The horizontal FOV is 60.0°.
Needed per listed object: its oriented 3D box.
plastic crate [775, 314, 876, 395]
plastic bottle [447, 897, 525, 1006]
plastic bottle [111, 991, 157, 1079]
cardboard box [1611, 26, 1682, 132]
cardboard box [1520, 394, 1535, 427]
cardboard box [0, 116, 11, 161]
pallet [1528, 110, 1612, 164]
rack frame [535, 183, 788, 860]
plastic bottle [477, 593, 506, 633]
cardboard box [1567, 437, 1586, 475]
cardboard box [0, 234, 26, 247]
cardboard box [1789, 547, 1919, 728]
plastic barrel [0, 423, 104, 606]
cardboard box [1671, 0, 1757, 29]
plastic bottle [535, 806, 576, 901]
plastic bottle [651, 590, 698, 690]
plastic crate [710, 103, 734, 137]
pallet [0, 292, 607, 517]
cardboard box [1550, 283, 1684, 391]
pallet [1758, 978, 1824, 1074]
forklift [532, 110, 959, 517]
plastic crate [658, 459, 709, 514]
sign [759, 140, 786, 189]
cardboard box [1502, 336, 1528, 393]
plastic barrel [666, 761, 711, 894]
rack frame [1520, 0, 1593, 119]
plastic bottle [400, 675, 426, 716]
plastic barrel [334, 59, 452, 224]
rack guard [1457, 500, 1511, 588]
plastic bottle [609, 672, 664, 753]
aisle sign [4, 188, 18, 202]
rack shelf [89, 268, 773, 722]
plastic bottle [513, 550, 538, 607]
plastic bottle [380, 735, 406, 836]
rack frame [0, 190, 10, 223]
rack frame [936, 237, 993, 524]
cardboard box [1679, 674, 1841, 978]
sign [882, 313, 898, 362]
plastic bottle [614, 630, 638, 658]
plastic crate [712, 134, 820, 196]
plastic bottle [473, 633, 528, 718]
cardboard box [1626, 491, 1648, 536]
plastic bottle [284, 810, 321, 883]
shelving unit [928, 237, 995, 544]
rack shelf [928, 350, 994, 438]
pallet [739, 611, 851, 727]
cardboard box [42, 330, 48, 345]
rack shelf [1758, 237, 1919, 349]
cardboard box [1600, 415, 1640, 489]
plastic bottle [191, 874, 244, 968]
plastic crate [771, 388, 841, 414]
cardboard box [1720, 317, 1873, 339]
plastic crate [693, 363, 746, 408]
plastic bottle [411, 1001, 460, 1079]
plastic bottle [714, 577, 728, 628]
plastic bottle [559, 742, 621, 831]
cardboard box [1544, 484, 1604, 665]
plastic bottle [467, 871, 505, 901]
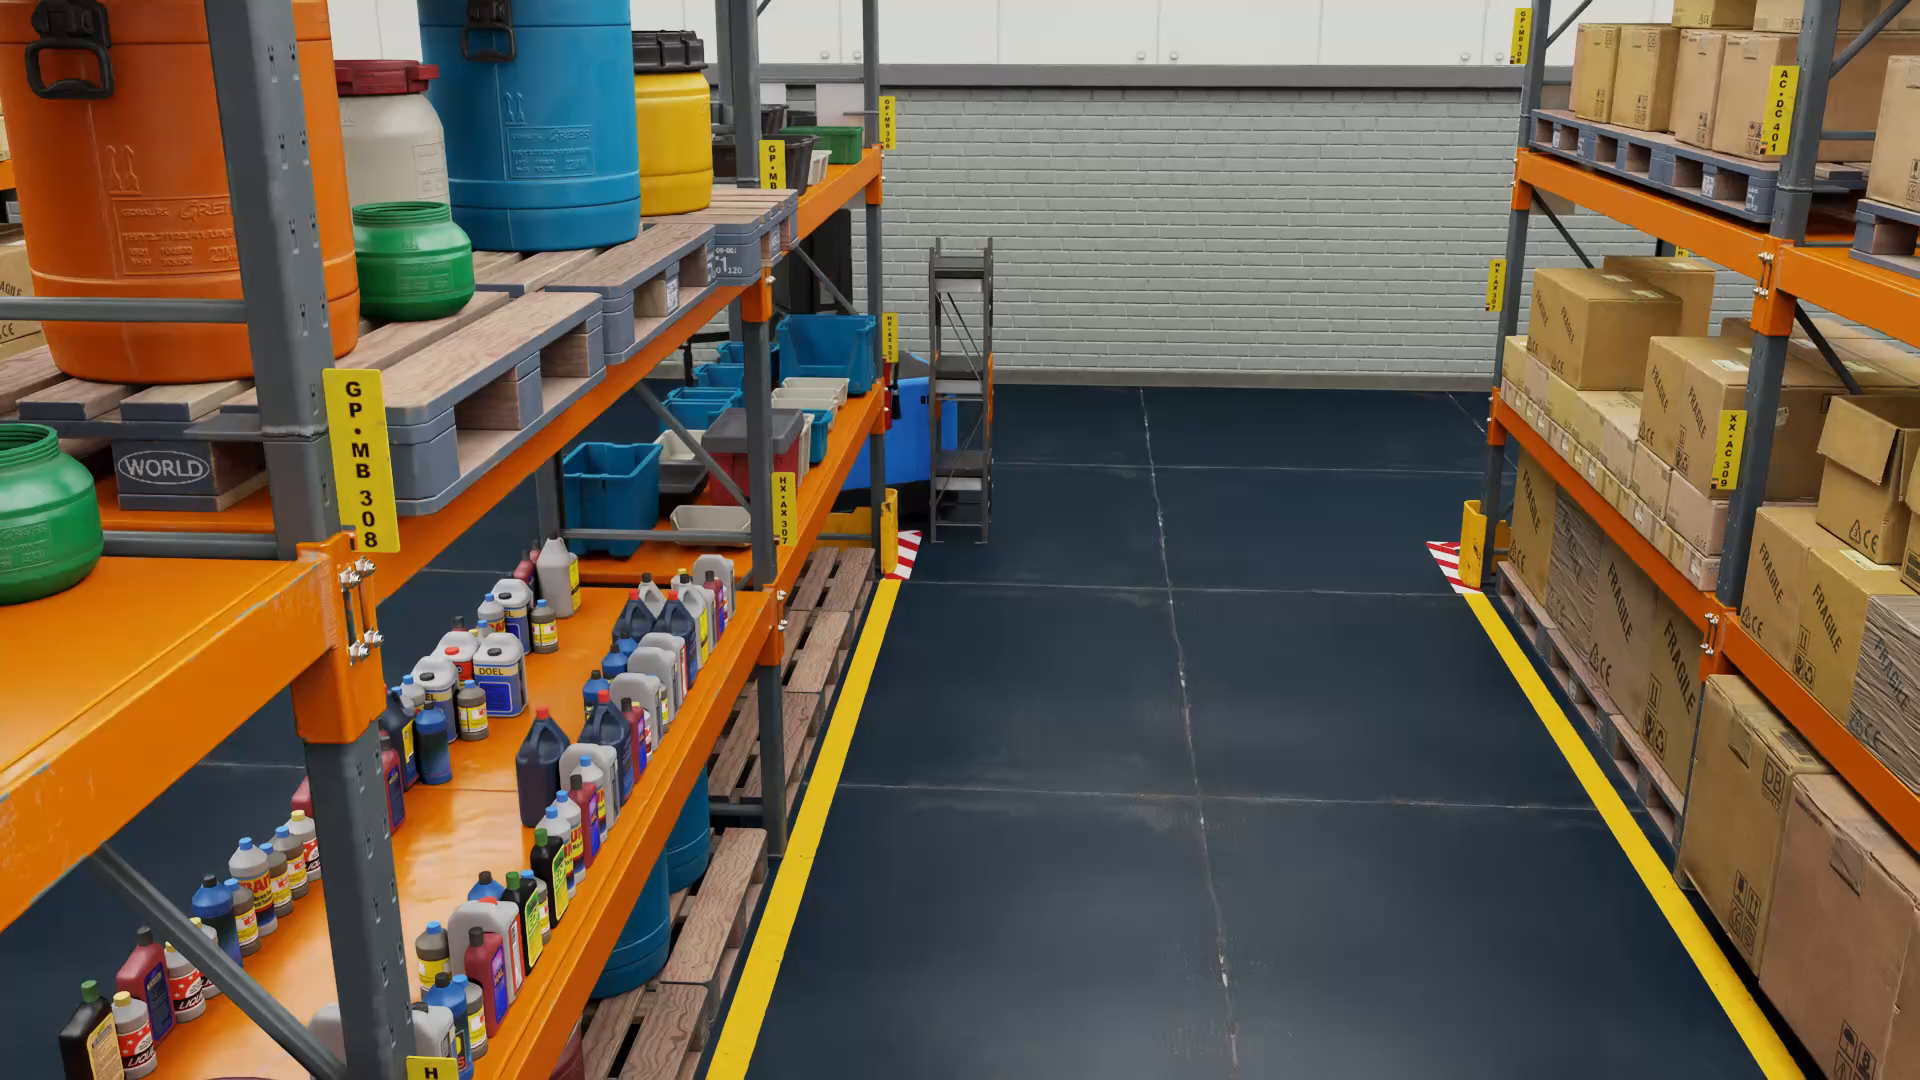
[{"bbox_3d":[-0.845,-1.190,10.586,0.616,0.435,0.499,1,18,4],"label":"plastic crate"},{"bbox_3d":[-1.194,1.019,4.194,0.152,0.276,0.135,1,18,4],"label":"plastic bottle"},{"bbox_3d":[-1.950,1.155,3.899,0.097,0.201,0.097,0,18,0],"label":"plastic bottle"},{"bbox_3d":[3.800,-2.366,8.515,0.700,0.500,0.500,0,18,0],"label":"cardboard box"},{"bbox_3d":[3.544,-0.761,9.832,0.380,0.149,0.250,1,18,3],"label":"cardboard box"},{"bbox_3d":[-5.768,-2.399,9.850,0.500,0.250,0.500,1,18,4],"label":"cardboard box"},{"bbox_3d":[3.891,-2.295,9.436,1.003,0.211,1.213,1,18,4],"label":"pallet"},{"bbox_3d":[-1.294,-0.011,7.139,1.000,3.000,0.127,1,18,4],"label":"rack frame"},{"bbox_3d":[-1.769,0.334,6.292,0.097,0.271,0.097,0,18,0],"label":"plastic bottle"},{"bbox_3d":[3.470,-0.443,8.860,0.380,0.149,0.250,1,18,3],"label":"cardboard box"},{"bbox_3d":[-5.740,-1.586,10.181,0.500,0.500,0.500,2,18,5],"label":"cardboard box"},{"bbox_3d":[3.329,0.346,5.891,0.500,0.500,0.500,1,18,4],"label":"cardboard box"},{"bbox_3d":[-1.547,-0.042,2.667,0.294,0.245,0.294,0,18,0],"label":"plastic barrel"},{"bbox_3d":[3.779,-2.592,7.999,0.500,0.250,0.500,1,18,2],"label":"cardboard box"},{"bbox_3d":[-1.132,0.873,4.648,0.097,0.271,0.097,0,18,0],"label":"plastic bottle"},{"bbox_3d":[-1.046,0.363,6.078,0.144,0.351,0.185,1,18,4],"label":"plastic bottle"},{"bbox_3d":[-1.390,-2.181,9.044,0.504,0.338,0.767,1,18,4],"label":"plastic crate"},{"bbox_3d":[-1.428,-0.340,3.629,1.003,0.211,1.213,1,18,4],"label":"pallet"},{"bbox_3d":[3.563,-1.110,9.051,0.500,0.500,0.500,1,18,2],"label":"cardboard box"},{"bbox_3d":[3.667,1.666,6.500,1.003,0.211,1.213,1,18,4],"label":"pallet"},{"bbox_3d":[-1.567,-1.529,11.883,3.031,2.935,1.130,-8,20,-23],"label":"forklift"},{"bbox_3d":[-1.481,-0.262,8.252,0.437,0.125,0.590,1,18,4],"label":"plastic crate"},{"bbox_3d":[-0.745,-1.428,6.632,0.100,0.325,0.005,1,18,4],"label":"sign"},{"bbox_3d":[3.630,-1.070,10.134,0.500,0.250,0.500,1,18,2],"label":"cardboard box"},{"bbox_3d":[-1.350,0.955,6.886,0.600,0.901,0.708,1,18,4],"label":"plastic barrel"},{"bbox_3d":[3.933,-3.994,9.659,1.000,3.000,0.127,1,18,4],"label":"rack frame"},{"bbox_3d":[-1.825,0.580,5.541,0.097,0.271,0.097,0,18,0],"label":"plastic bottle"},{"bbox_3d":[-1.604,-1.012,4.485,0.433,0.535,0.433,0,18,0],"label":"plastic barrel"},{"bbox_3d":[3.935,0.038,11.005,1.175,0.500,0.348,1,18,4],"label":"rack guard"},{"bbox_3d":[-1.088,0.562,5.591,0.152,0.276,0.135,1,18,4],"label":"plastic bottle"},{"bbox_3d":[-6.235,-2.628,10.951,0.394,0.787,0.004,1,18,4],"label":"aisle sign"},{"bbox_3d":[-1.437,-0.473,4.889,1.077,0.370,4.000,1,18,4],"label":"rack shelf"},{"bbox_3d":[-1.755,0.190,6.712,0.061,0.283,0.133,1,18,4],"label":"plastic bottle"},{"bbox_3d":[-1.738,0.742,5.027,0.061,0.283,0.133,1,18,4],"label":"plastic bottle"},{"bbox_3d":[-5.947,-1.365,11.272,1.000,3.000,0.127,1,18,4],"label":"rack frame"},{"bbox_3d":[0.029,-1.125,11.984,0.400,2.100,0.015,1,18,4],"label":"rack frame"},{"bbox_3d":[3.621,1.109,6.459,1.225,0.875,0.875,1,18,4],"label":"cardboard box"},{"bbox_3d":[-0.457,-1.324,10.883,0.100,0.325,0.005,1,18,4],"label":"sign"},{"bbox_3d":[-1.187,0.453,5.930,0.097,0.271,0.097,0,18,0],"label":"plastic bottle"},{"bbox_3d":[-0.931,-1.754,7.851,0.497,0.269,0.590,1,18,4],"label":"plastic crate"},{"bbox_3d":[-1.621,0.474,5.858,0.152,0.276,0.135,1,18,4],"label":"plastic bottle"},{"bbox_3d":[3.397,-0.123,7.883,0.380,0.149,0.250,2,18,5],"label":"cardboard box"},{"bbox_3d":[-1.885,0.872,4.764,0.097,0.201,0.097,0,18,0],"label":"plastic bottle"},{"bbox_3d":[0.012,-1.049,11.753,0.431,2.100,0.503,1,18,4],"label":"shelving unit"},{"bbox_3d":[0.012,-1.036,11.757,0.431,0.518,0.480,1,18,4],"label":"rack shelf"},{"bbox_3d":[-1.195,0.705,9.433,1.003,0.211,1.213,1,18,4],"label":"pallet"},{"bbox_3d":[-5.741,-1.106,10.321,0.500,0.500,0.500,1,18,4],"label":"cardboard box"},{"bbox_3d":[3.503,-0.363,4.551,1.077,0.370,4.000,1,18,4],"label":"rack shelf"},{"bbox_3d":[3.488,-0.433,8.190,0.500,0.250,0.500,2,18,5],"label":"cardboard box"},{"bbox_3d":[-1.920,0.990,4.292,0.097,0.271,0.097,0,18,0],"label":"plastic bottle"},{"bbox_3d":[-0.920,-0.809,9.903,0.396,0.136,0.243,1,18,4],"label":"plastic crate"},{"bbox_3d":[4.012,-0.784,8.058,0.500,0.500,0.500,1,18,2],"label":"cardboard box"},{"bbox_3d":[-1.400,-0.928,10.112,0.416,0.233,0.300,1,18,4],"label":"plastic crate"},{"bbox_3d":[-1.227,1.163,3.755,0.152,0.276,0.135,1,18,4],"label":"plastic bottle"},{"bbox_3d":[-0.980,0.250,6.663,0.097,0.201,0.097,0,18,0],"label":"plastic bottle"},{"bbox_3d":[-1.127,0.732,5.070,0.152,0.276,0.135,1,18,4],"label":"plastic bottle"},{"bbox_3d":[3.902,0.151,9.384,0.875,0.875,0.875,1,18,4],"label":"cardboard box"},{"bbox_3d":[-1.219,0.985,4.307,0.097,0.271,0.097,0,18,0],"label":"plastic bottle"}]
